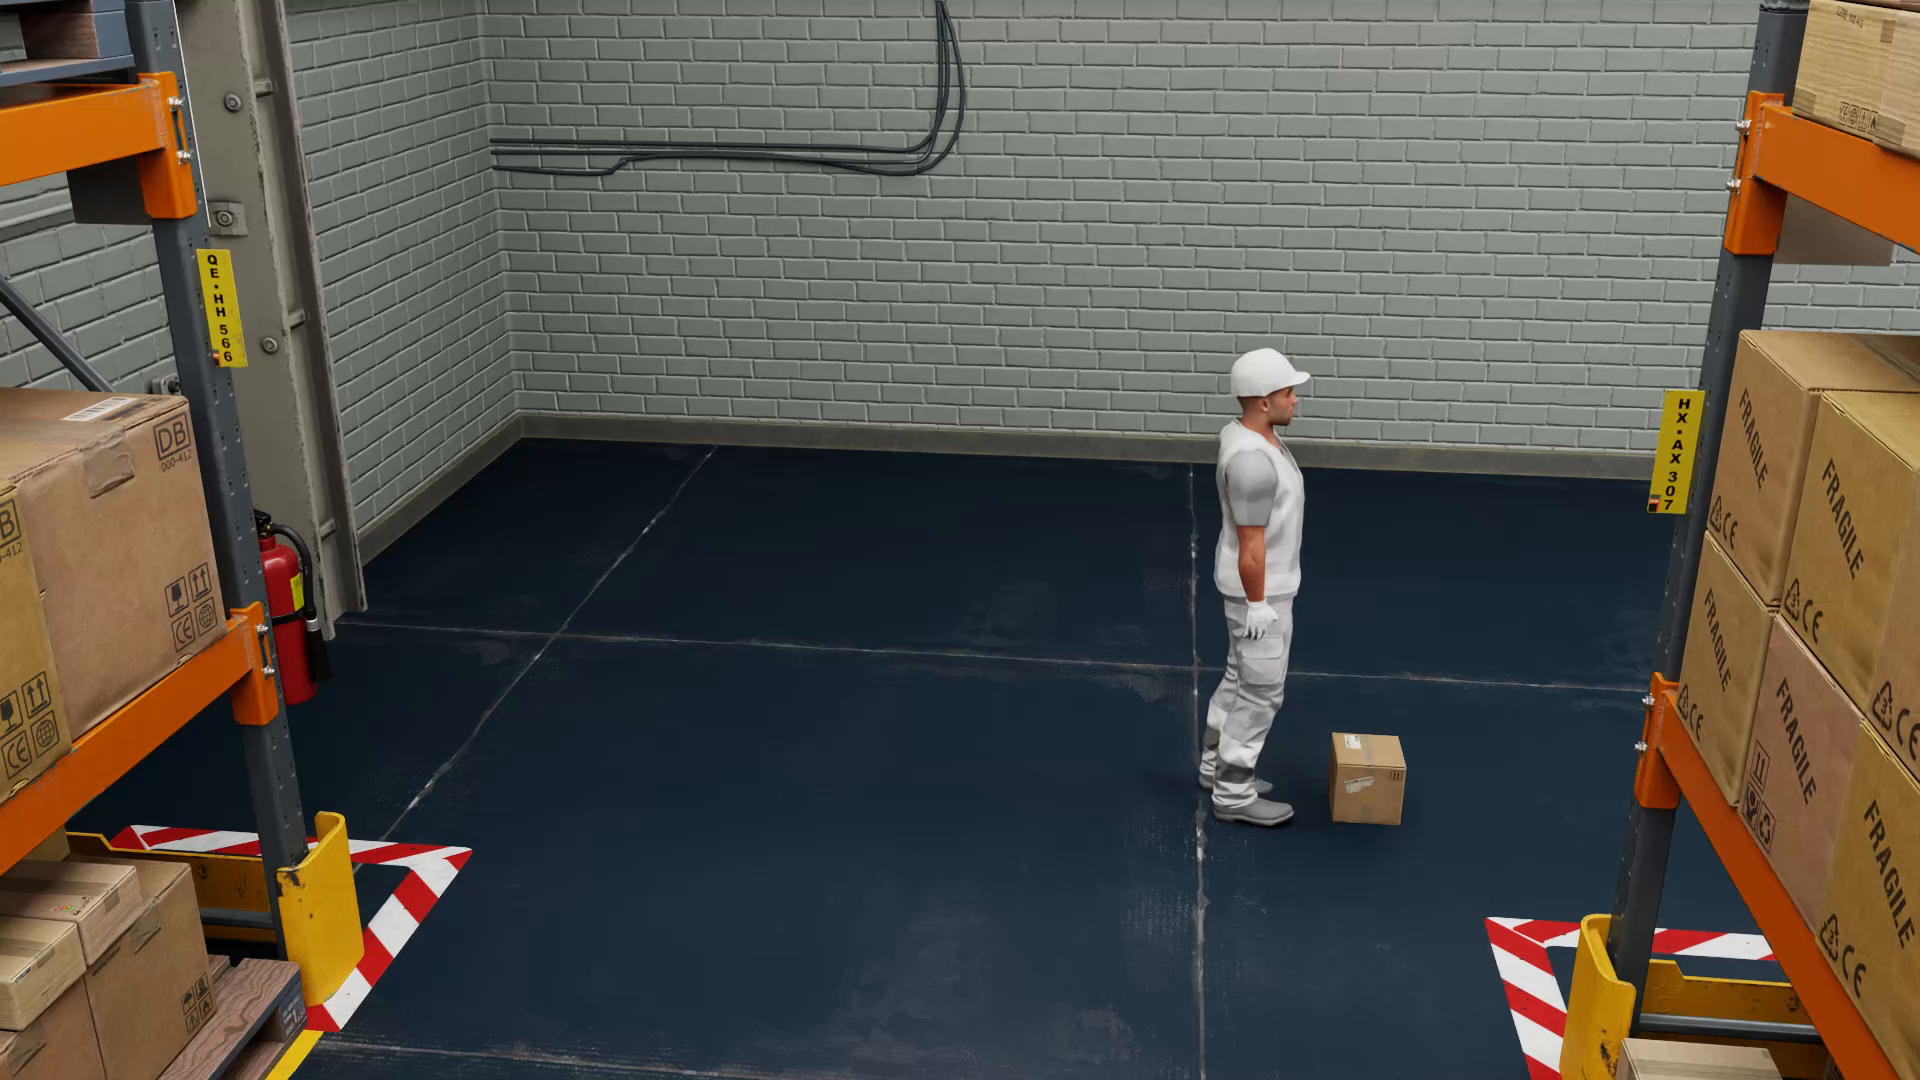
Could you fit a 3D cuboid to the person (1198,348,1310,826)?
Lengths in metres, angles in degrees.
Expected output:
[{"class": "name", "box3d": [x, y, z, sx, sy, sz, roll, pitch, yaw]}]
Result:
[{"class": "person", "box3d": [1.098, 0.183, 6.111, 0.362, 1.810, 0.524, 3, 21, 8]}]
